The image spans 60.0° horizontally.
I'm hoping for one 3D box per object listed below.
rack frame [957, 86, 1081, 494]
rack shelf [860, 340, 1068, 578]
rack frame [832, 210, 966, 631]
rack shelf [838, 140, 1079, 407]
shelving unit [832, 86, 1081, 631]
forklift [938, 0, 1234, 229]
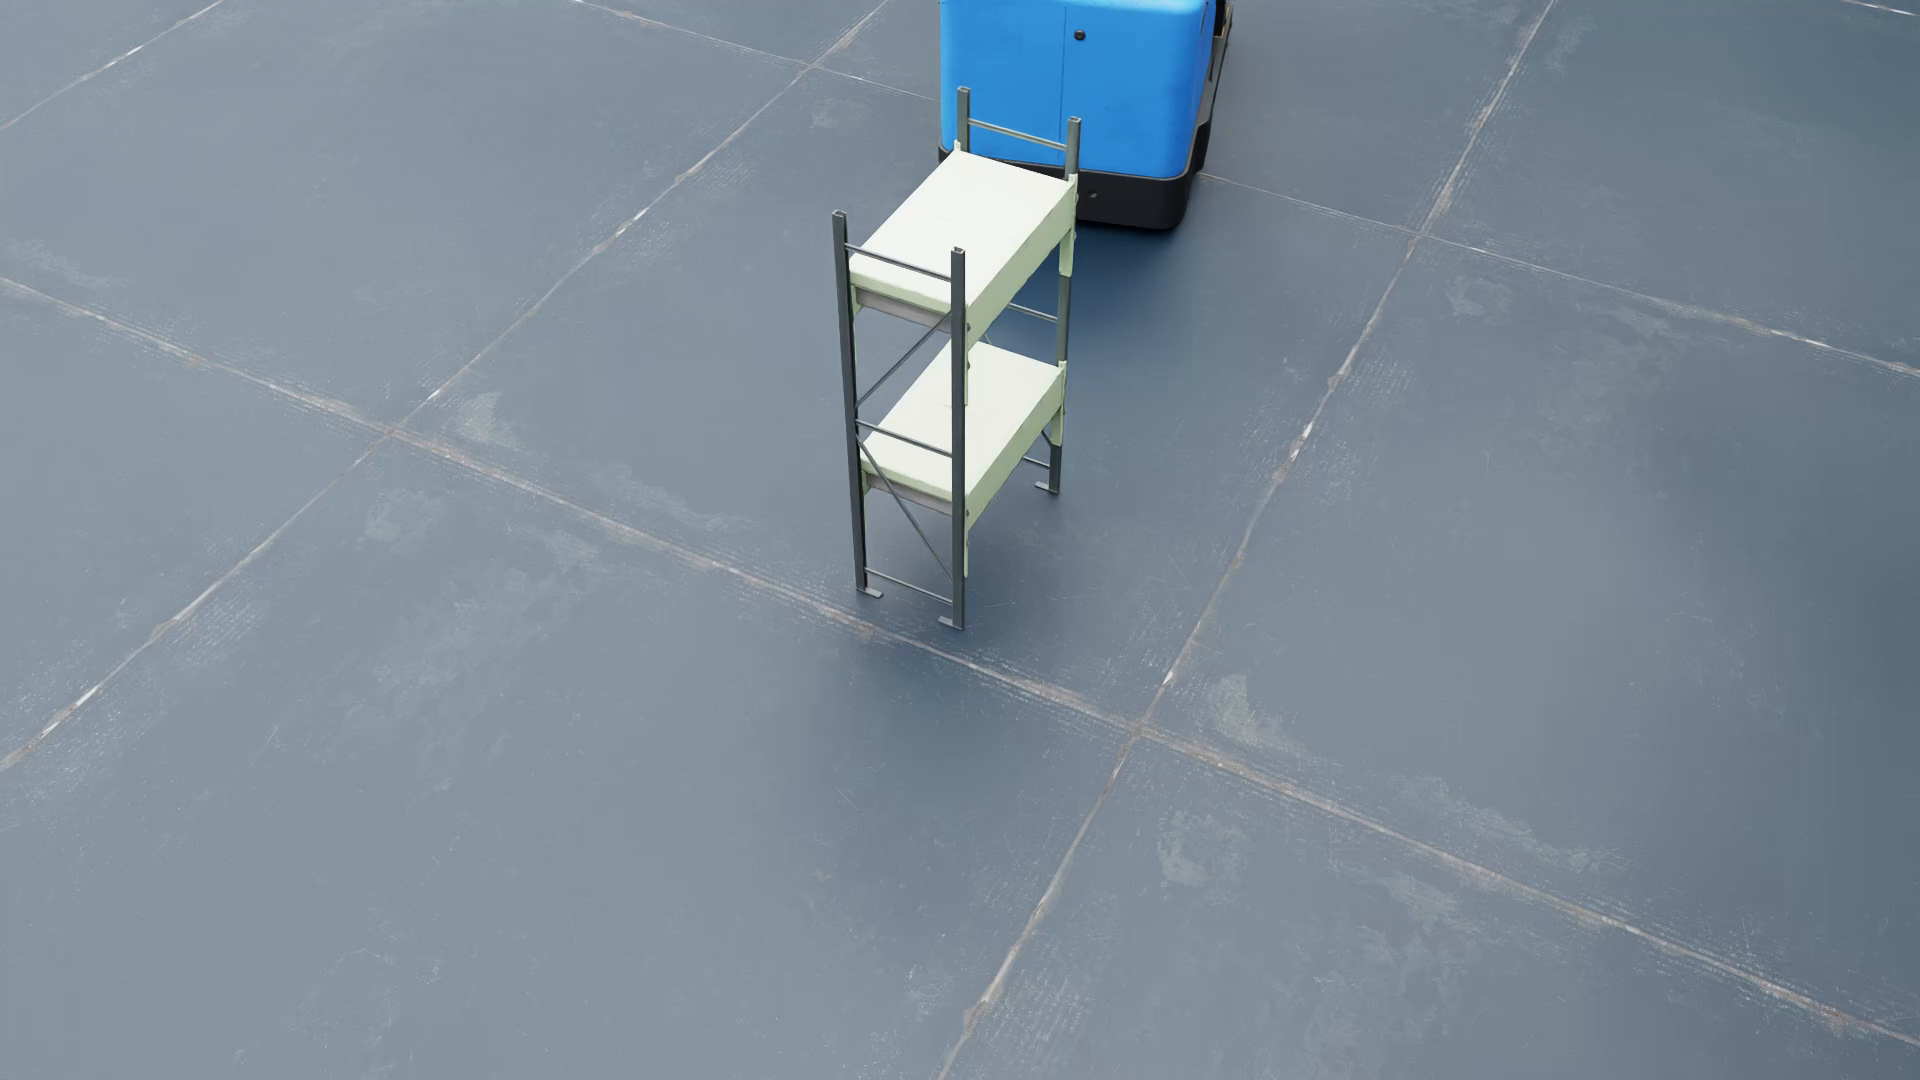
[{"bbox_3d":[0.173,-0.762,5.449,0.400,1.500,0.023,20,49,19],"label":"rack frame"},{"bbox_3d":[0.003,-0.302,5.453,0.431,0.370,0.720,20,49,19],"label":"rack shelf"},{"bbox_3d":[-0.167,-0.301,4.993,0.400,1.500,0.023,20,49,19],"label":"rack frame"},{"bbox_3d":[0.003,-0.806,4.943,0.431,0.370,0.720,20,49,19],"label":"rack shelf"},{"bbox_3d":[0.003,-0.531,5.221,0.431,1.500,0.755,20,49,19],"label":"shelving unit"},{"bbox_3d":[0.724,-3.391,7.041,1.130,2.935,3.031,9,46,9],"label":"forklift"}]
